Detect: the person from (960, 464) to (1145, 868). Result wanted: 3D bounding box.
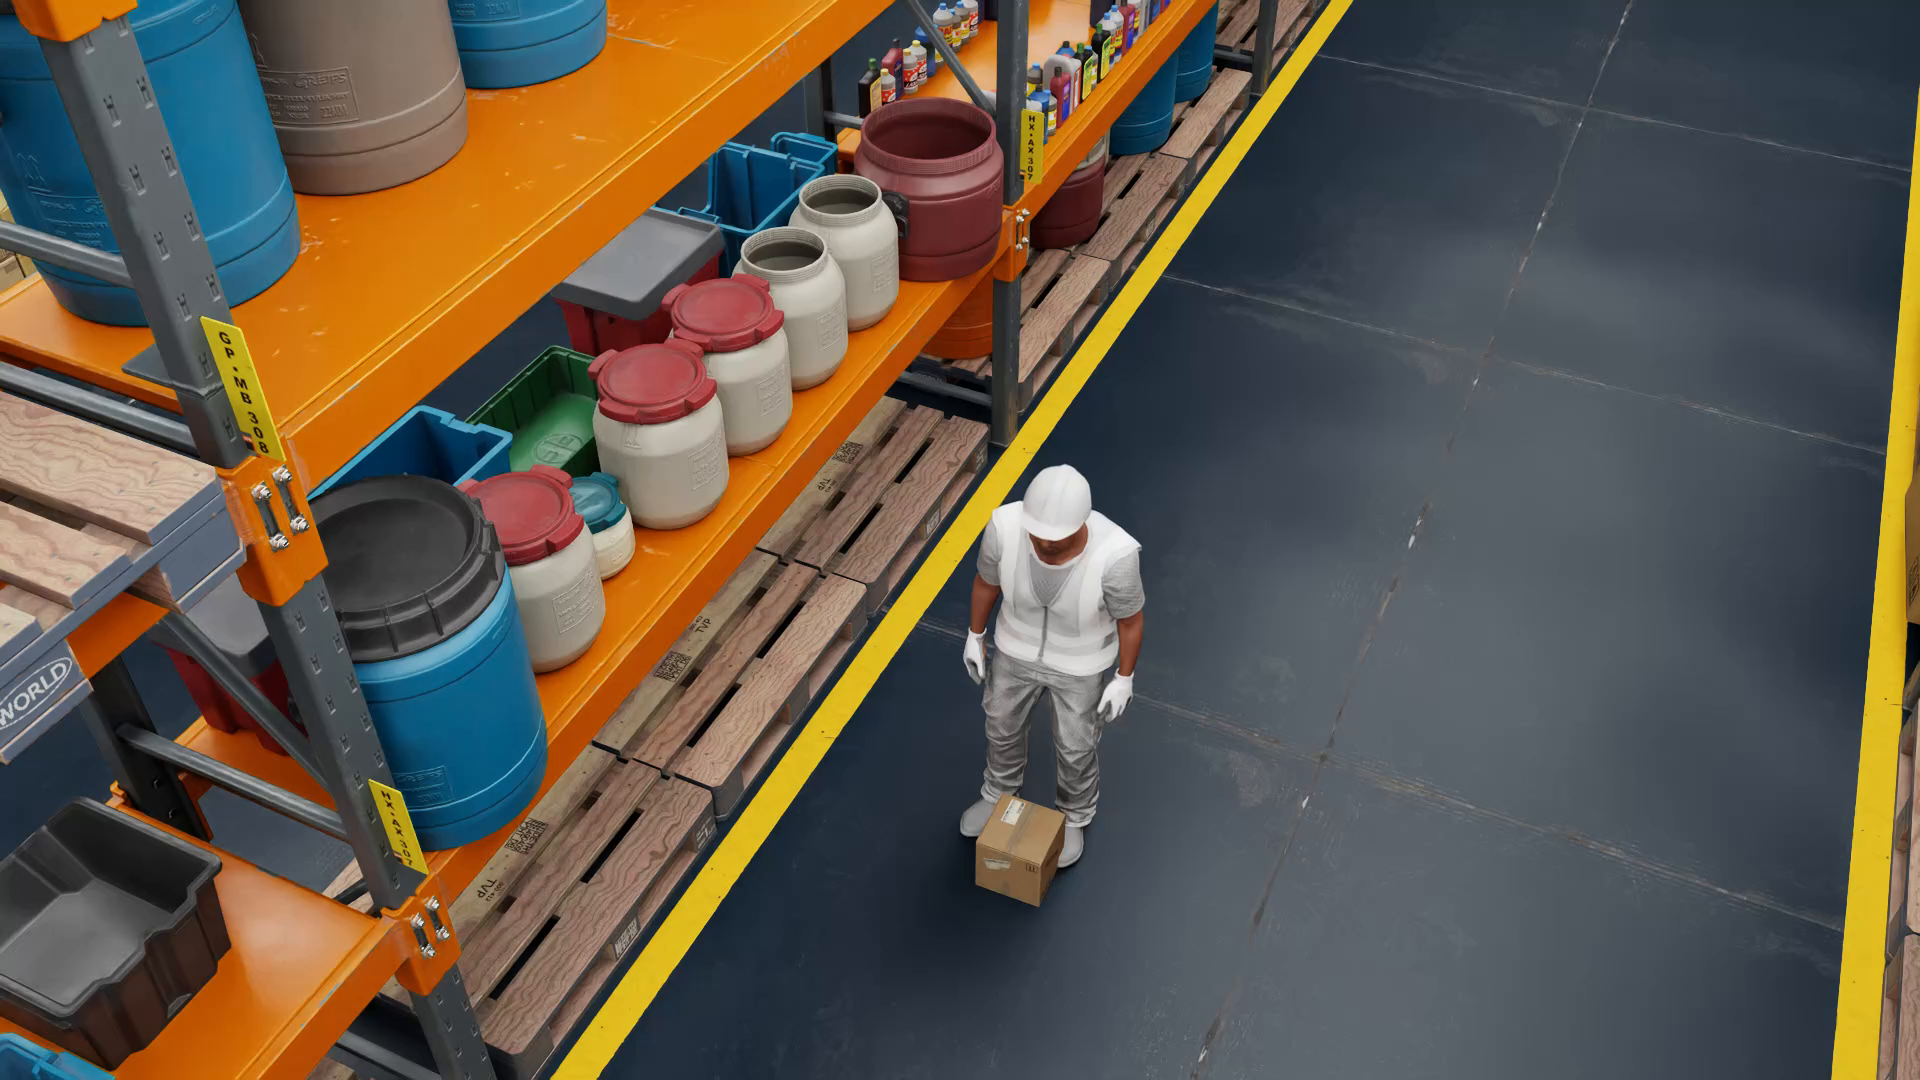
[{"bbox_3d":[0.306,0.412,5.688,0.609,1.773,0.450,16,44,17],"label":"person"}]
